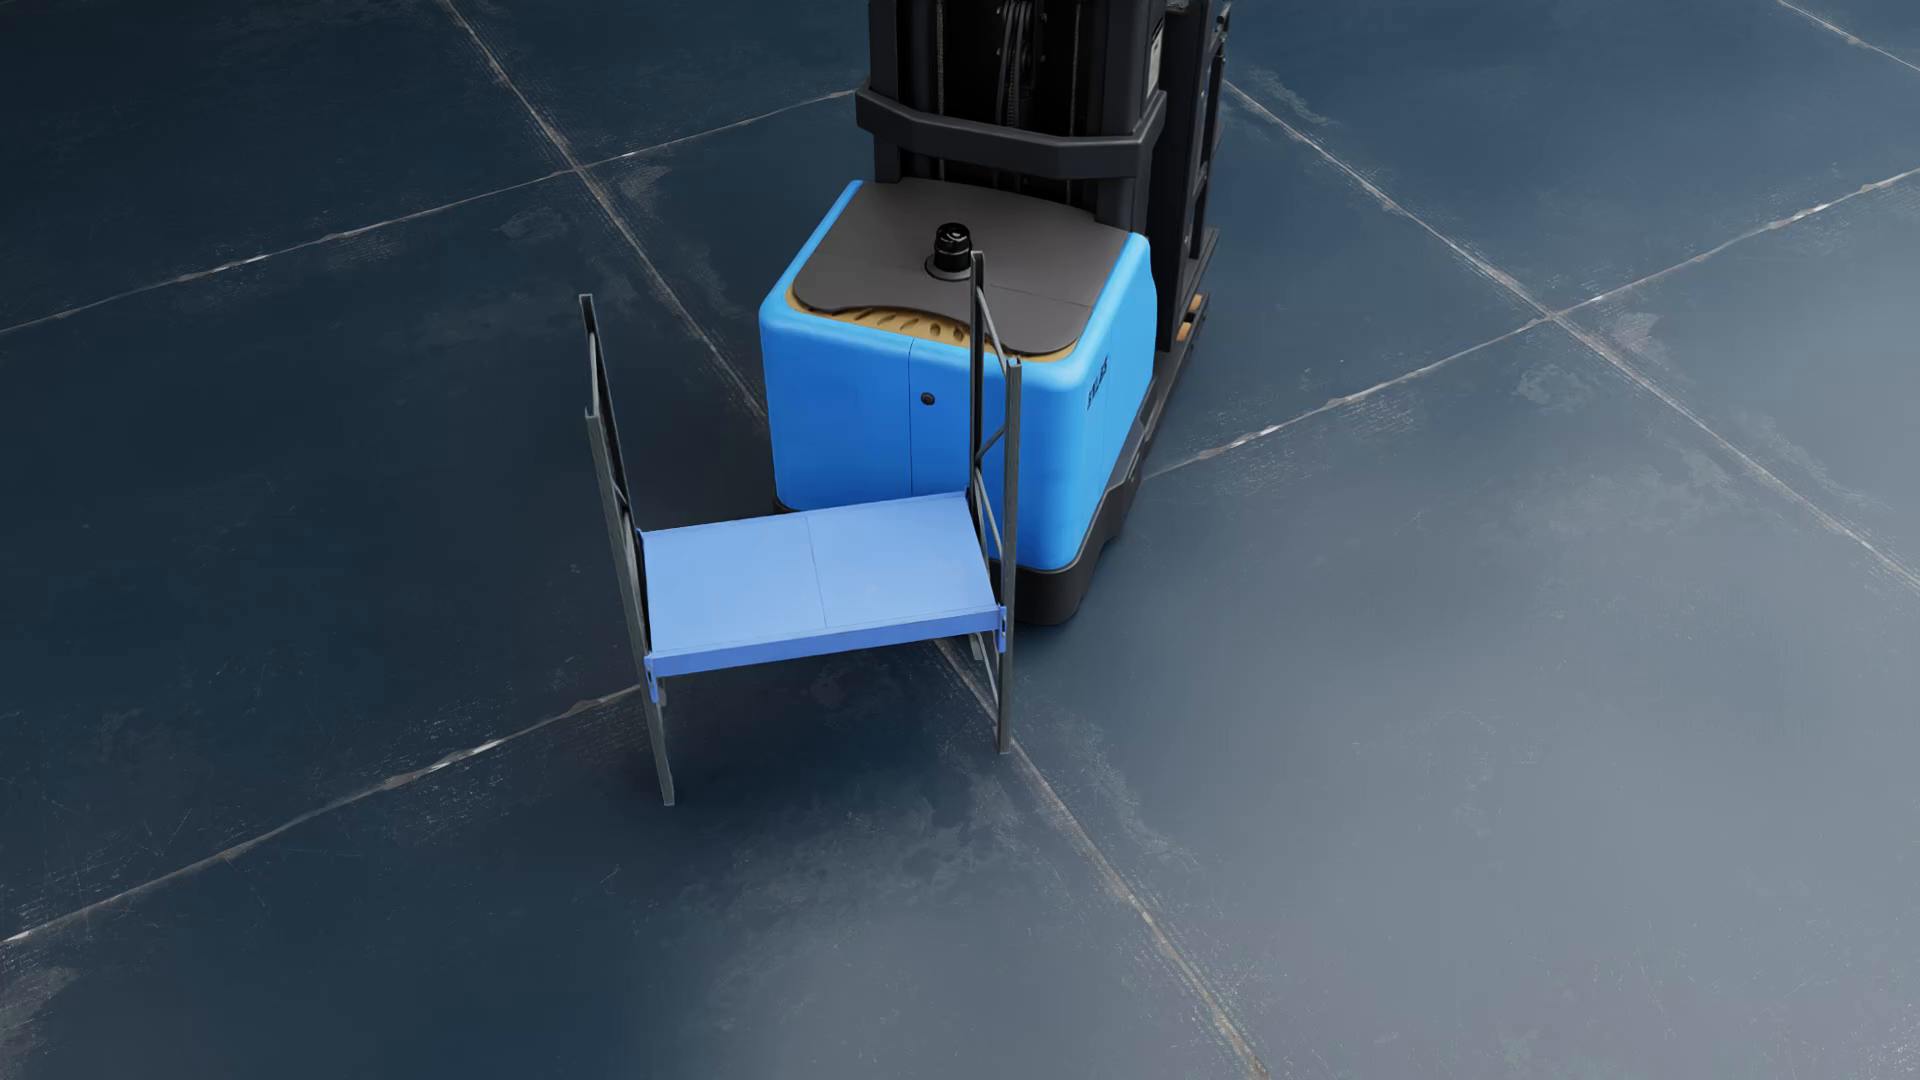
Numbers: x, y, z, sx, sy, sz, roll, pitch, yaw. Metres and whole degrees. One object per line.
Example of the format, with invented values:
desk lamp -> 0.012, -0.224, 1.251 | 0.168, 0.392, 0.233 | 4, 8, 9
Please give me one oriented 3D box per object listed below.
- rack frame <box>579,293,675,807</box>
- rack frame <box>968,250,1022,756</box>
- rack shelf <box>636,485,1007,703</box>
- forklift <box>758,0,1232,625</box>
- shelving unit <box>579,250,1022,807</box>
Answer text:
rack frame -> -0.909, 0.081, 4.589 | 0.032, 1.500, 0.500 | -8, 45, -8
rack frame -> 0.090, -0.053, 4.727 | 0.032, 1.500, 0.500 | -8, 45, -8
rack shelf -> -0.409, 0.143, 4.784 | 1.000, 0.185, 0.538 | -8, 45, -8
forklift -> 0.347, -1.820, 5.521 | 1.130, 2.935, 3.031 | 14, 46, 14
shelving unit -> -0.409, 0.014, 4.658 | 1.048, 1.500, 0.538 | -8, 45, -8
